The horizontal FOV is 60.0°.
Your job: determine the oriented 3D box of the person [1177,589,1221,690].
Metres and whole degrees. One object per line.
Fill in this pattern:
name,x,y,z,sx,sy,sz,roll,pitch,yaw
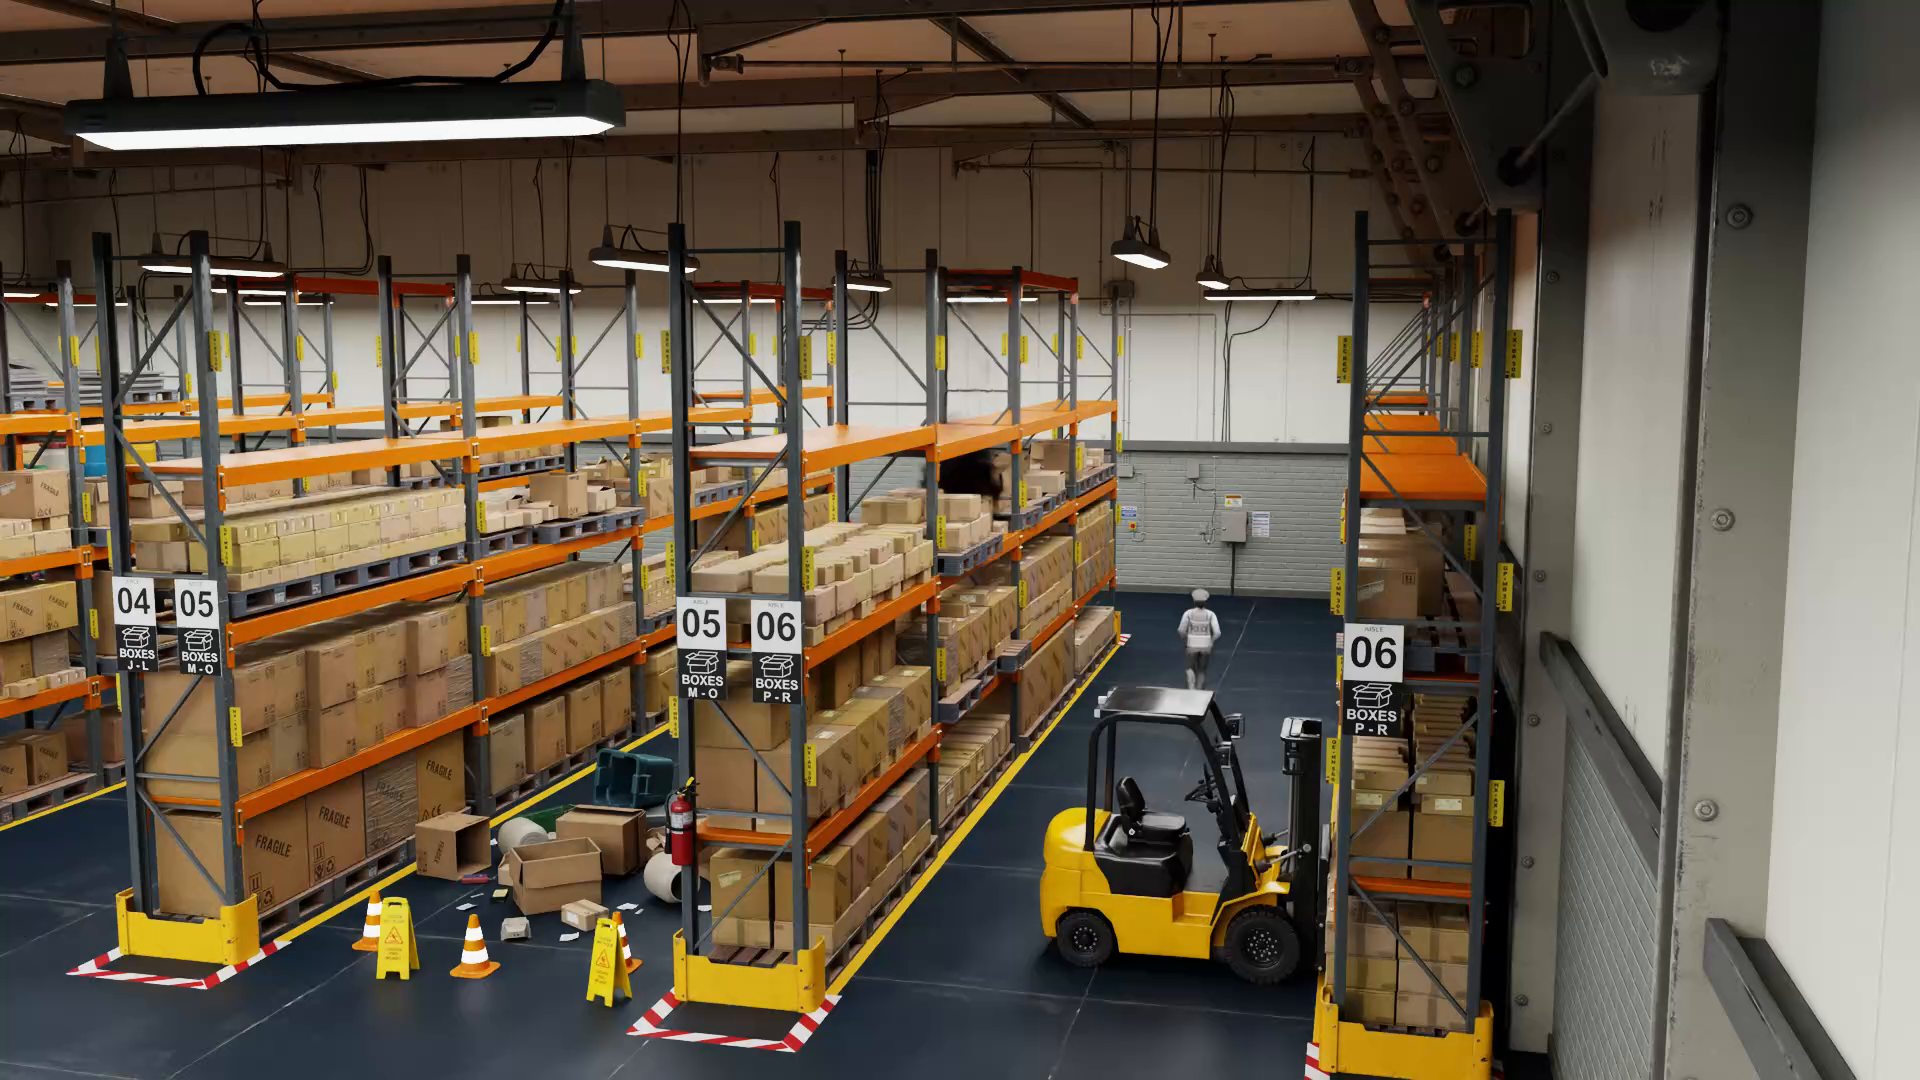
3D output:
person,3.345,1.509,23.309,0.599,1.652,0.544,1,7,7
